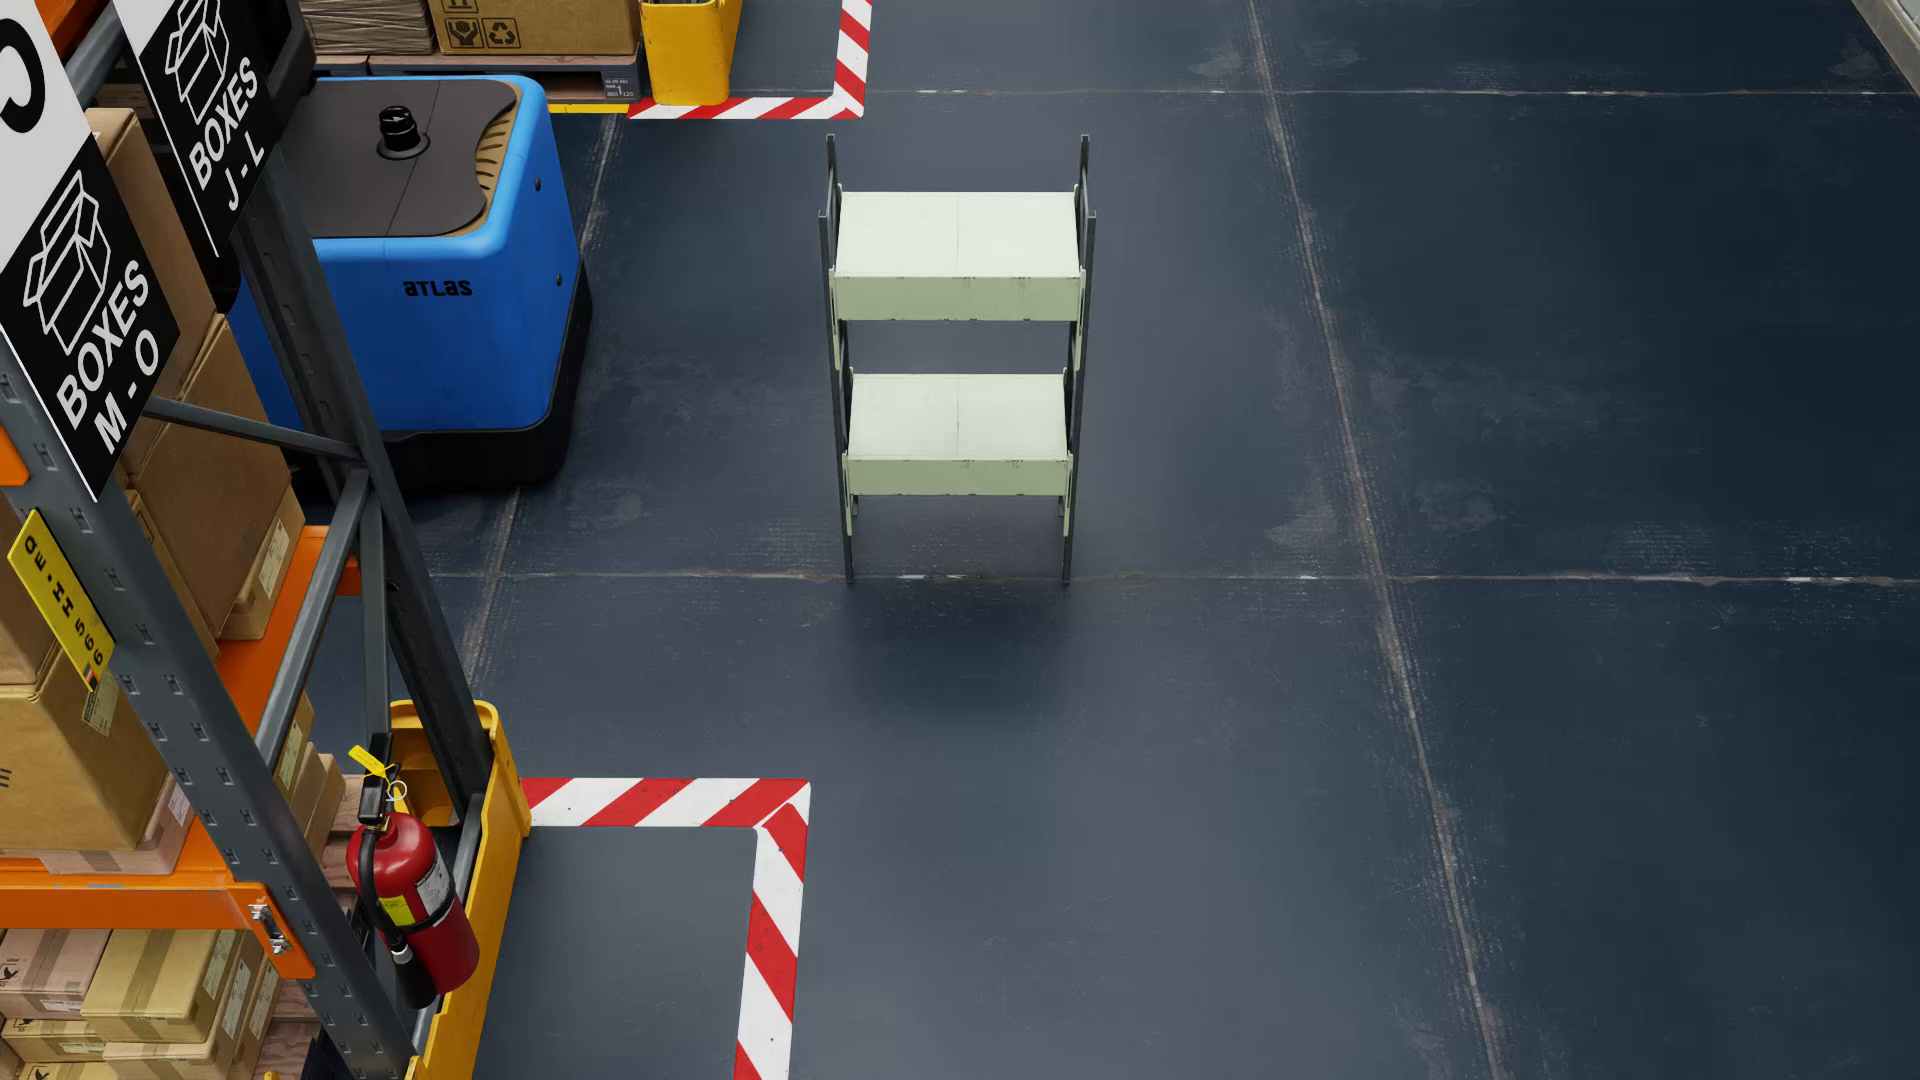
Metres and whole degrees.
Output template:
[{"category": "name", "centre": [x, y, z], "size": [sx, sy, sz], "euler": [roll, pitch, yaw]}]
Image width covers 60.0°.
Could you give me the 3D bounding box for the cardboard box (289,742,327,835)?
[{"category": "cardboard box", "centre": [-1.902, 0.733, 4.476], "size": [0.250, 0.149, 0.380], "euler": [2, 47, 2]}]

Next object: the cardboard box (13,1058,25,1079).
[{"category": "cardboard box", "centre": [-2.427, 1.185, 4.259], "size": [0.250, 0.149, 0.380], "euler": [0, 47, 0]}]

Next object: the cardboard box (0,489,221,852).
[{"category": "cardboard box", "centre": [-1.829, 0.247, 3.199], "size": [0.500, 0.500, 0.500], "euler": [1, 47, 1]}]

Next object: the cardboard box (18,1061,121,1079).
[{"category": "cardboard box", "centre": [-2.163, 1.249, 4.199], "size": [0.250, 0.149, 0.380], "euler": [1, 47, 1]}]

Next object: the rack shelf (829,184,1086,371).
[{"category": "rack shelf", "centre": [-0.007, -0.777, 4.915], "size": [0.720, 0.370, 0.431], "euler": [0, 47, 0]}]

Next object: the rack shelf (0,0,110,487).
[{"category": "rack shelf", "centre": [-3.379, -0.587, 2.689], "size": [4.000, 0.370, 1.077], "euler": [0, 47, 0]}]

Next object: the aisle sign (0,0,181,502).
[{"category": "aisle sign", "centre": [-1.307, -0.470, 2.362], "size": [0.004, 0.787, 0.394], "euler": [0, 47, 0]}]

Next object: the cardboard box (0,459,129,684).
[{"category": "cardboard box", "centre": [-1.837, -0.100, 2.839], "size": [0.500, 0.500, 0.500], "euler": [-1, 47, -1]}]

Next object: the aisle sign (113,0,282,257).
[{"category": "aisle sign", "centre": [-1.305, -0.909, 2.771], "size": [0.004, 0.787, 0.394], "euler": [0, 47, 0]}]

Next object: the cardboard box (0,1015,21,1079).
[{"category": "cardboard box", "centre": [-2.427, 1.130, 4.107], "size": [0.250, 0.149, 0.380], "euler": [-2, 47, -1]}]

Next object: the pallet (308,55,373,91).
[{"category": "pallet", "centre": [-3.276, -2.435, 7.872], "size": [1.213, 0.211, 1.003], "euler": [0, 47, 0]}]

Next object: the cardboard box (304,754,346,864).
[{"category": "cardboard box", "centre": [-1.901, 0.788, 4.628], "size": [0.250, 0.149, 0.380], "euler": [1, 47, 1]}]

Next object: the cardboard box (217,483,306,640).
[{"category": "cardboard box", "centre": [-1.701, 0.041, 3.835], "size": [0.250, 0.149, 0.380], "euler": [0, 47, 0]}]

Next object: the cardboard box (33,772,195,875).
[{"category": "cardboard box", "centre": [-1.706, 0.487, 3.419], "size": [0.250, 0.149, 0.380], "euler": [0, 47, 0]}]

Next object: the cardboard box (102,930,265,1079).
[{"category": "cardboard box", "centre": [-1.908, 1.130, 4.106], "size": [0.250, 0.149, 0.380], "euler": [-1, 47, -1]}]

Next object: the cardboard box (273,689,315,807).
[{"category": "cardboard box", "centre": [-1.901, 0.571, 4.423], "size": [0.250, 0.149, 0.380], "euler": [-2, 47, -2]}]

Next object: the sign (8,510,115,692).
[{"category": "sign", "centre": [-1.401, 0.100, 2.601], "size": [0.005, 0.325, 0.100], "euler": [0, 47, 0]}]

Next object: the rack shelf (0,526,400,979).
[{"category": "rack shelf", "centre": [-3.379, 0.435, 3.787], "size": [4.000, 0.370, 1.077], "euler": [0, 47, 0]}]

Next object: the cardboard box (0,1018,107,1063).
[{"category": "cardboard box", "centre": [-2.169, 1.090, 4.144], "size": [0.250, 0.149, 0.380], "euler": [-1, 47, -1]}]

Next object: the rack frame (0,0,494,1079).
[{"category": "rack frame", "centre": [-1.379, 0.196, 3.519], "size": [0.127, 3.000, 1.000], "euler": [0, 47, 0]}]

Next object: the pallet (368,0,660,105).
[{"category": "pallet", "centre": [-2.059, -2.429, 7.867], "size": [1.213, 0.211, 1.003], "euler": [0, 47, 0]}]

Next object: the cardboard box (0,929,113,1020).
[{"category": "cardboard box", "centre": [-2.160, 0.963, 4.059], "size": [0.250, 0.149, 0.380], "euler": [1, 47, 1]}]

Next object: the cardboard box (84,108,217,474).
[{"category": "cardboard box", "centre": [-1.827, -0.476, 3.189], "size": [0.500, 0.500, 0.500], "euler": [0, 47, 0]}]

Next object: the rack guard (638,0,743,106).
[{"category": "rack guard", "centre": [-1.235, -2.583, 7.813], "size": [0.348, 0.500, 1.175], "euler": [0, 47, 0]}]

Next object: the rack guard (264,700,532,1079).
[{"category": "rack guard", "centre": [-1.455, 1.047, 4.434], "size": [0.348, 0.500, 1.175], "euler": [0, 47, 0]}]

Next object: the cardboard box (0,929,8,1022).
[{"category": "cardboard box", "centre": [-2.420, 1.055, 3.973], "size": [0.250, 0.149, 0.380], "euler": [-1, 47, -1]}]

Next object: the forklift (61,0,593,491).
[{"category": "forklift", "centre": [-2.937, -1.517, 5.160], "size": [3.031, 2.935, 1.130], "euler": [-1, 47, -1]}]

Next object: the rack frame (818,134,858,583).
[{"category": "rack frame", "centre": [-0.373, -0.512, 5.202], "size": [0.023, 1.500, 0.400], "euler": [0, 47, 0]}]

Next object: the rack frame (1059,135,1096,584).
[{"category": "rack frame", "centre": [0.359, -0.510, 5.200], "size": [0.023, 1.500, 0.400], "euler": [0, 47, 0]}]

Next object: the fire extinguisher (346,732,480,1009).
[{"category": "fire extinguisher", "centre": [-1.129, 0.688, 3.368], "size": [0.183, 0.674, 0.296], "euler": [0, 47, 0]}]

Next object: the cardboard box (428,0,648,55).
[{"category": "cardboard box", "centre": [-1.899, -2.797, 7.469], "size": [0.875, 0.875, 0.875], "euler": [0, 47, 0]}]

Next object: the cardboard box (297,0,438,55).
[{"category": "cardboard box", "centre": [-2.809, -2.799, 7.471], "size": [0.875, 0.875, 0.875], "euler": [0, 47, 0]}]

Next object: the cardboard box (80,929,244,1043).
[{"category": "cardboard box", "centre": [-1.909, 1.005, 4.019], "size": [0.250, 0.149, 0.380], "euler": [1, 47, 1]}]

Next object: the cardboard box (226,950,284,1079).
[{"category": "cardboard box", "centre": [-1.906, 1.175, 4.268], "size": [0.250, 0.149, 0.380], "euler": [1, 47, 1]}]

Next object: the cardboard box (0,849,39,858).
[{"category": "cardboard box", "centre": [-1.954, 0.459, 3.445], "size": [0.250, 0.149, 0.380], "euler": [0, 47, 0]}]

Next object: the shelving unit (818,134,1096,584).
[{"category": "shelving unit", "centre": [-0.007, -0.511, 5.201], "size": [0.755, 1.500, 0.431], "euler": [0, 47, 0]}]

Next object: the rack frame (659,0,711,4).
[{"category": "rack frame", "centre": [-1.259, -3.435, 6.898], "size": [0.127, 3.000, 1.000], "euler": [0, 47, 0]}]

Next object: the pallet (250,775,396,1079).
[{"category": "pallet", "centre": [-2.267, 1.117, 4.566], "size": [1.213, 0.211, 1.003], "euler": [0, 47, 0]}]

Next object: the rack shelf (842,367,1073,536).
[{"category": "rack shelf", "centre": [-0.007, -0.289, 5.440], "size": [0.720, 0.370, 0.431], "euler": [0, 47, 0]}]

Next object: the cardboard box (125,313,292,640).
[{"category": "cardboard box", "centre": [-1.827, -0.143, 3.562], "size": [0.500, 0.500, 0.500], "euler": [2, 47, 2]}]
